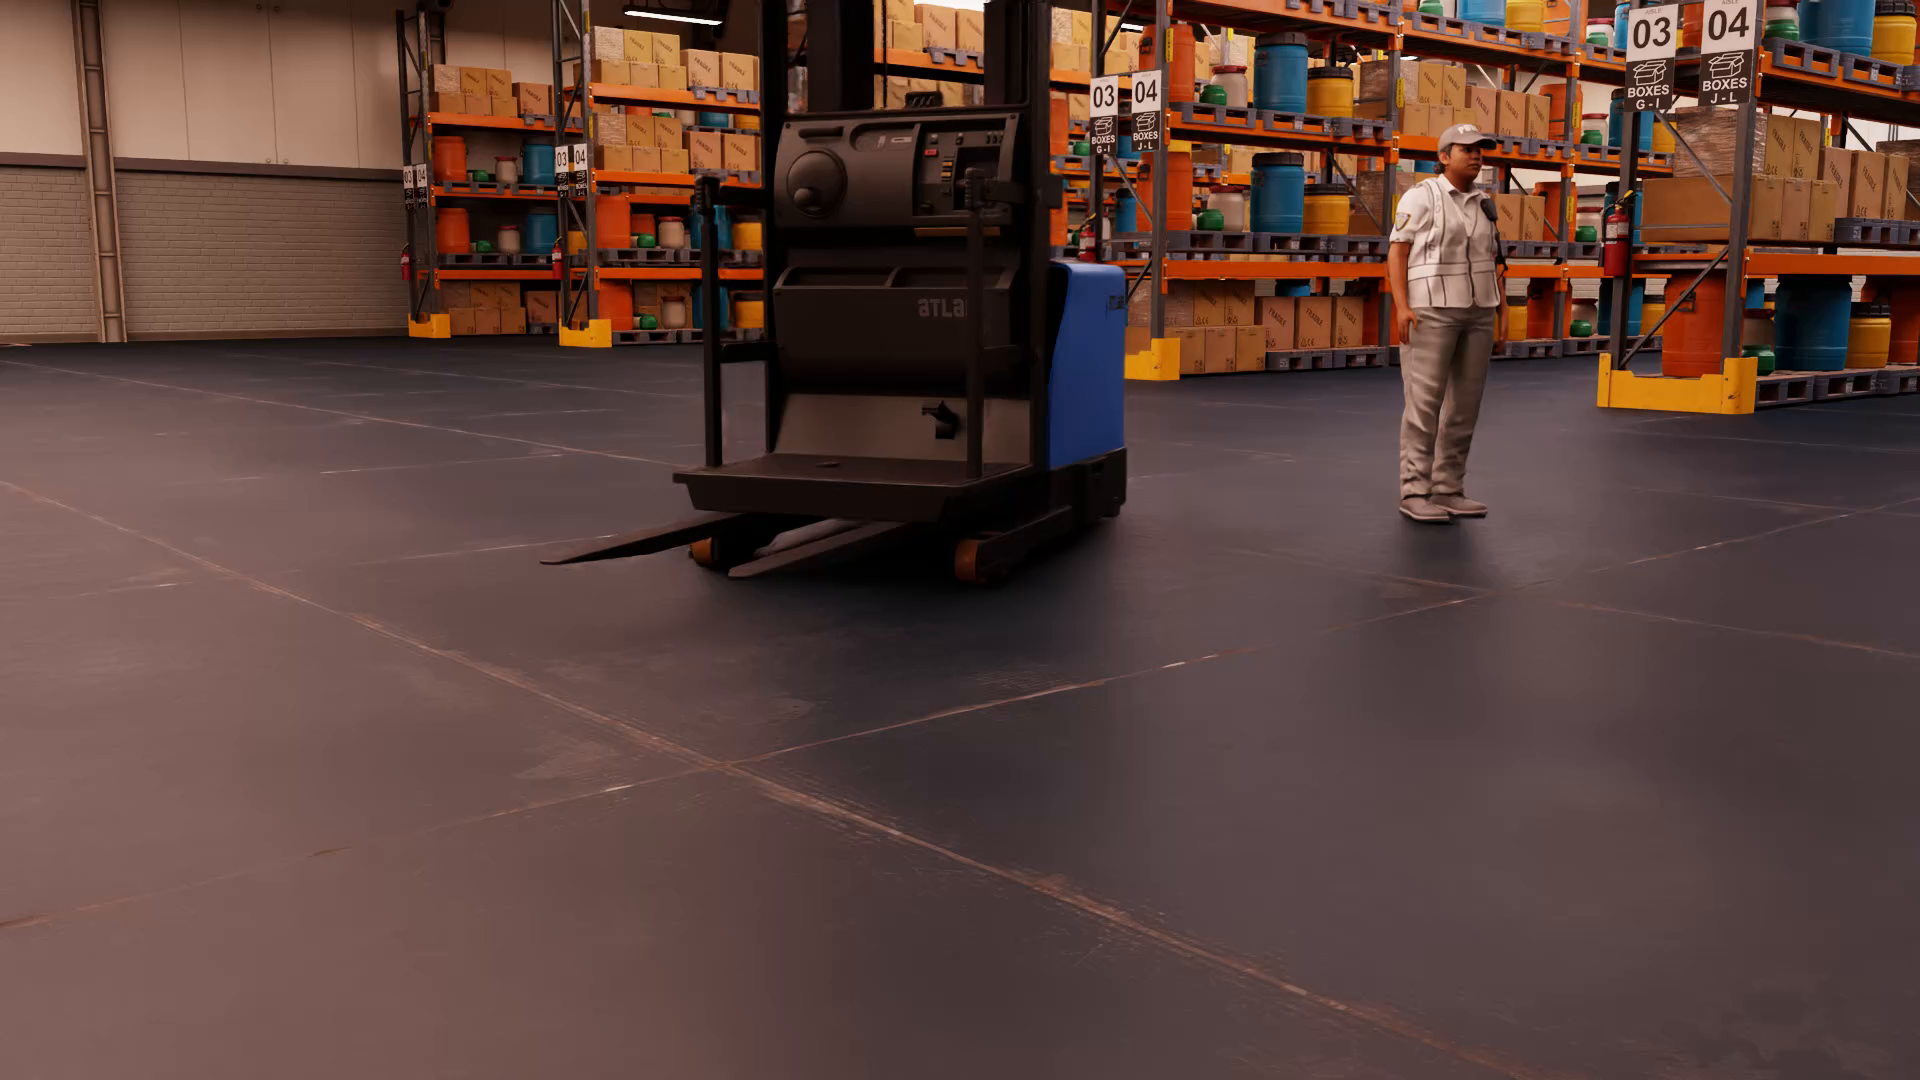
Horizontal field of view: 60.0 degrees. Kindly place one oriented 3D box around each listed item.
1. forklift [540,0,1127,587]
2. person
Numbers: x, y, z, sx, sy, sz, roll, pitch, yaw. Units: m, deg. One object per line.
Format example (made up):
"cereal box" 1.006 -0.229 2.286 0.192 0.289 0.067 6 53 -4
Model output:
"forklift" -0.311 -1.363 5.766 1.130 2.935 3.031 4 9 22
"person" 2.141 -0.941 7.138 0.588 1.672 0.532 -3 9 -21
